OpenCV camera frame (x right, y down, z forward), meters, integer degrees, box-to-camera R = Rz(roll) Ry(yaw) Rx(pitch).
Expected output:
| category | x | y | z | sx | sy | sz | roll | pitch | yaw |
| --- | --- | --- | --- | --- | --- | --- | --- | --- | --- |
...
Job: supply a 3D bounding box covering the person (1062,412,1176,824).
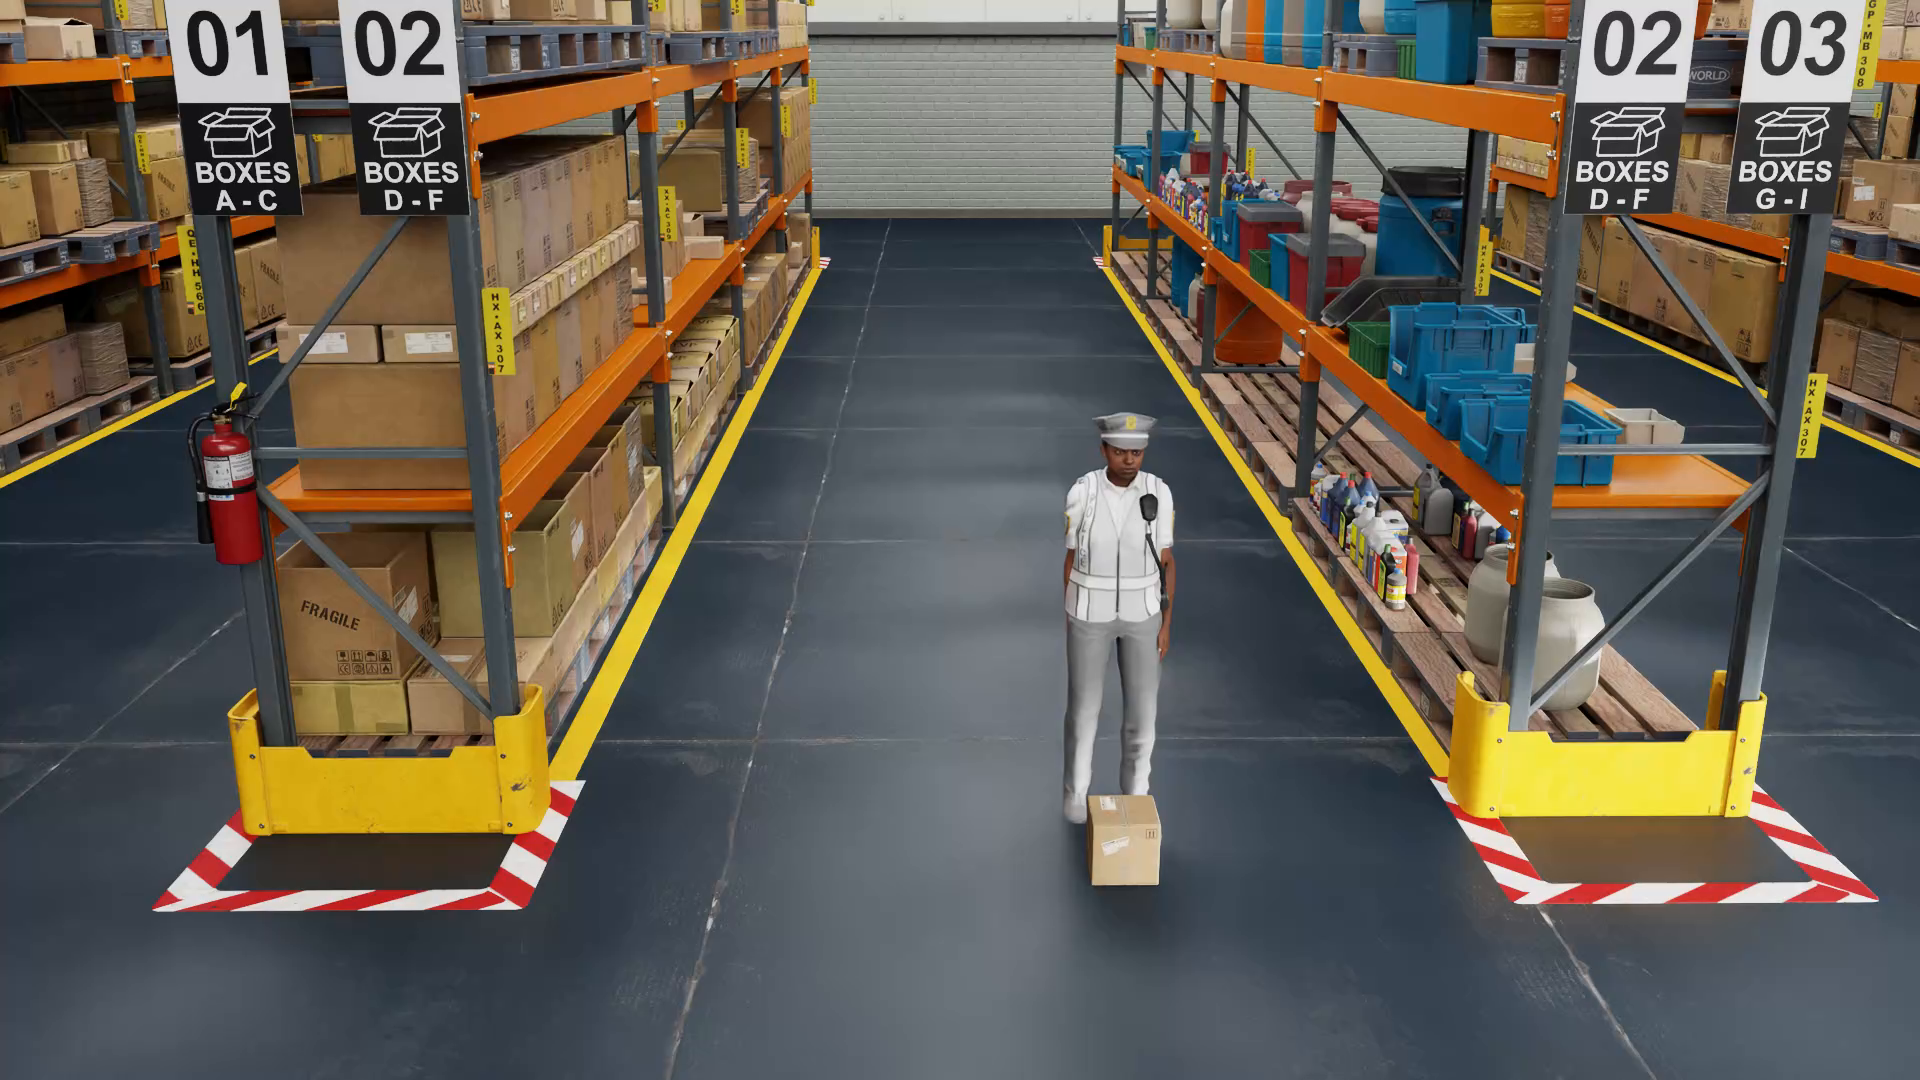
| category | x | y | z | sx | sy | sz | roll | pitch | yaw |
| --- | --- | --- | --- | --- | --- | --- | --- | --- | --- |
| person | 0.623 | 0.327 | 6.530 | 0.436 | 1.716 | 0.347 | 0 | 17 | 1 |
